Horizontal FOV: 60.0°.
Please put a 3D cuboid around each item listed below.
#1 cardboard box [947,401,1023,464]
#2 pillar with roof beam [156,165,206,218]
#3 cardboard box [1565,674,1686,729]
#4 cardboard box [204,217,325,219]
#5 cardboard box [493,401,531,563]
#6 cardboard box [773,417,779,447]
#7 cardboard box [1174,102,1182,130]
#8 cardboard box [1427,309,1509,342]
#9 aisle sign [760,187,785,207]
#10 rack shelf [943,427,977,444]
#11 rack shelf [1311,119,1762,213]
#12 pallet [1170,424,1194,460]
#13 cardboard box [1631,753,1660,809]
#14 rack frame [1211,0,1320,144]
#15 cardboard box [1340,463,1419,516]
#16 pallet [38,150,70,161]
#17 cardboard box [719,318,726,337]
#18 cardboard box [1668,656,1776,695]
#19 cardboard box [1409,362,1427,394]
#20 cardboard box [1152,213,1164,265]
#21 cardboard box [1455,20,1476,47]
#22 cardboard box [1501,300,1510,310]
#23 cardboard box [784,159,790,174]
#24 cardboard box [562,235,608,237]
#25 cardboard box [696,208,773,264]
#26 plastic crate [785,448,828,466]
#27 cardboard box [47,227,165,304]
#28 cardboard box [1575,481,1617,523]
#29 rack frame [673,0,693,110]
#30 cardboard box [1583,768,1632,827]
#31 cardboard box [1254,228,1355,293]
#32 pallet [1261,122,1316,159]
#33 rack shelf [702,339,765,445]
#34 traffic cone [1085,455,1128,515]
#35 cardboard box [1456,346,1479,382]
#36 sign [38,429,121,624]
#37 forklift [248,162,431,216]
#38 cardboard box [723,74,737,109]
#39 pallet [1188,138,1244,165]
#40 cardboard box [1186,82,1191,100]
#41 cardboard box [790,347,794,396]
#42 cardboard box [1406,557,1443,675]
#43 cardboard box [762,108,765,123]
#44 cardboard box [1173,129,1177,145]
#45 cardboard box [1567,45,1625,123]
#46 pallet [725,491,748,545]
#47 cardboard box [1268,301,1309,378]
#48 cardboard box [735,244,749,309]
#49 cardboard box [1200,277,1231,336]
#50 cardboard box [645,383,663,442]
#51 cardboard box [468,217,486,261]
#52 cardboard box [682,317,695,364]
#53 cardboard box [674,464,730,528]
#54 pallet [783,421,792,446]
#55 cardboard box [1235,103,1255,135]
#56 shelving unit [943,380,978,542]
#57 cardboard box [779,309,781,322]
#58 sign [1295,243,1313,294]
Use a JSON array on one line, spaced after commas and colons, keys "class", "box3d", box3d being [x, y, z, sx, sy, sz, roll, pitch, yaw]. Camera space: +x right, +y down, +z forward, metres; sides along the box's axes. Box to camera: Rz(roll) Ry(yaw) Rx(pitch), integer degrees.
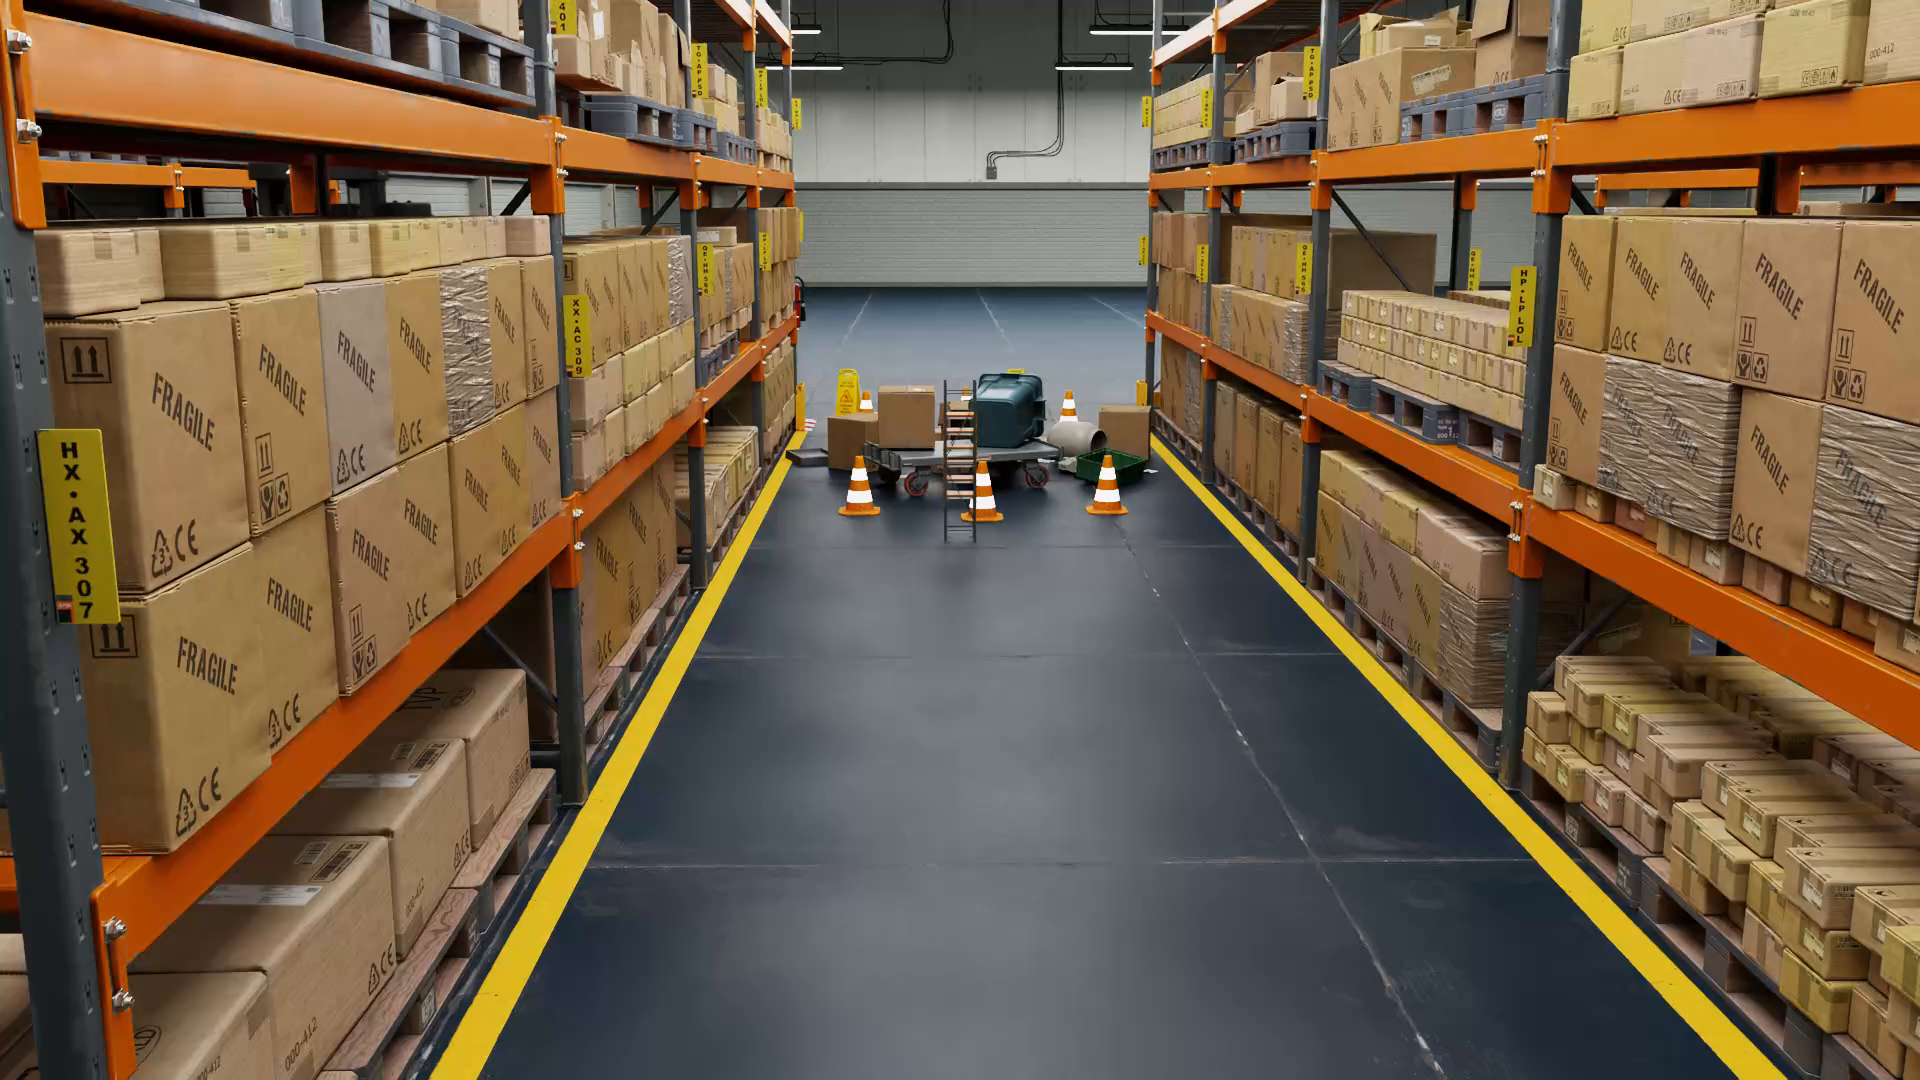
[{"class": "cardboard box", "box3d": [0.259, -1.055, 16.154, 0.797, 0.637, 0.503, 0, 11, -1]}, {"class": "pillar with roof beam", "box3d": [-3.881, -5.531, 17.191, 9.100, 9.000, 0.400, 0, 11, -1]}, {"class": "cardboard box", "box3d": [2.605, 0.632, 6.516, 0.380, 0.149, 0.250, 0, 11, 2]}, {"class": "cardboard box", "box3d": [-2.328, -0.993, 5.514, 0.380, 0.149, 0.250, 0, 11, -2]}, {"class": "cardboard box", "box3d": [-1.807, -0.207, 5.784, 0.500, 0.500, 0.500, -1, 11, -3]}, {"class": "cardboard box", "box3d": [-2.018, -1.024, 15.924, 0.500, 0.250, 0.500, 0, 11, 2]}, {"class": "cardboard box", "box3d": [2.397, -4.177, 16.379, 0.500, 0.250, 0.500, 0, 11, -1]}, {"class": "cardboard box", "box3d": [2.629, -1.104, 8.537, 0.380, 0.149, 0.250, -1, 11, -4]}, {"class": "aisle sign", "box3d": [-2.047, -4.024, 18.313, 0.394, 0.787, 0.004, 0, 11, -1]}, {"class": "rack shelf", "box3d": [0.000, -0.783, 12.415, 0.258, 0.103, 0.180, 0, 11, -1]}, {"class": "rack shelf", "box3d": [2.818, -1.907, 8.680, 1.077, 0.370, 4.000, 0, 11, -1]}, {"class": "pallet", "box3d": [2.728, -1.010, 17.008, 1.003, 0.211, 1.213, 0, 11, -1]}, {"class": "cardboard box", "box3d": [2.685, 0.879, 6.048, 0.380, 0.149, 0.250, -1, 11, -4]}, {"class": "rack frame", "box3d": [2.694, -4.922, 14.189, 1.000, 3.000, 0.127, 0, 11, -1]}, {"class": "cardboard box", "box3d": [2.559, -0.296, 9.821, 0.500, 0.250, 0.500, 0, 11, -2]}, {"class": "pallet", "box3d": [-7.263, -2.860, 12.042, 1.003, 0.211, 1.213, 0, 11, 1]}, {"class": "cardboard box", "box3d": [-1.976, -1.616, 12.557, 0.380, 0.149, 0.250, 0, 11, 1]}, {"class": "cardboard box", "box3d": [3.127, 0.578, 6.786, 0.380, 0.149, 0.250, 0, 11, 0]}, {"class": "cardboard box", "box3d": [2.617, -0.865, 8.853, 0.380, 0.149, 0.250, -1, 11, -3]}, {"class": "cardboard box", "box3d": [2.580, -3.306, 18.218, 0.875, 0.550, 0.550, 0, 11, -1]}, {"class": "cardboard box", "box3d": [3.070, -2.900, 9.588, 0.396, 0.266, 0.258, 0, 11, -1]}, {"class": "cardboard box", "box3d": [3.261, -1.263, 9.318, 0.380, 0.149, 0.250, 0, 11, -1]}, {"class": "cardboard box", "box3d": [-2.011, -3.965, 17.645, 0.380, 0.149, 0.250, 0, 11, -1]}, {"class": "cardboard box", "box3d": [-2.405, -1.587, 10.069, 0.500, 0.500, 0.500, -1, 11, -3]}, {"class": "cardboard box", "box3d": [-2.046, -2.715, 14.883, 0.700, 0.500, 0.500, 0, 11, -2]}, {"class": "plastic crate", "box3d": [-1.466, -0.826, 16.431, 0.402, 0.080, 0.583, -4, 12, -21]}, {"class": "cardboard box", "box3d": [-1.812, -0.537, 3.263, 0.380, 0.149, 0.250, 0, 11, 0]}, {"class": "cardboard box", "box3d": [2.617, -0.160, 6.436, 0.380, 0.149, 0.250, 0, 11, 1]}, {"class": "rack frame", "box3d": [-2.171, -4.087, 10.070, 1.000, 3.000, 0.127, 0, 11, -1]}, {"class": "cardboard box", "box3d": [2.608, 0.975, 6.322, 0.380, 0.149, 0.250, 0, 11, -1]}, {"class": "cardboard box", "box3d": [2.732, -2.220, 13.190, 0.700, 0.500, 0.500, 0, 11, -1]}, {"class": "pallet", "box3d": [2.710, -2.692, 11.216, 1.213, 0.211, 1.003, 0, 11, 1]}, {"class": "rack shelf", "box3d": [-2.212, -1.192, 12.698, 1.077, 0.370, 4.000, 0, 11, -1]}, {"class": "traffic cone", "box3d": [1.212, -0.466, 13.693, 0.336, 0.463, 0.334, 0, 11, -1]}, {"class": "cardboard box", "box3d": [2.634, -0.855, 8.055, 0.380, 0.149, 0.250, -1, 11, -3]}, {"class": "sign", "box3d": [-1.450, -0.021, 2.740, 0.100, 0.325, 0.005, 0, 11, -1]}, {"class": "forklift", "box3d": [-4.814, -1.634, 13.240, 1.130, 2.935, 3.031, 0, 11, -2]}, {"class": "cardboard box", "box3d": [-2.114, -3.674, 13.646, 0.500, 0.250, 0.500, 0, 11, 0]}, {"class": "pallet", "box3d": [2.687, -3.571, 15.298, 1.003, 0.211, 1.213, 0, 11, -1]}, {"class": "cardboard box", "box3d": [2.346, -4.248, 15.726, 0.380, 0.149, 0.250, 0, 11, -1]}, {"class": "cardboard box", "box3d": [-2.059, -1.804, 17.883, 0.500, 0.500, 0.500, 0, 11, -1]}, {"class": "cardboard box", "box3d": [2.582, 0.379, 8.376, 0.500, 0.500, 0.500, -1, 11, -2]}, {"class": "cardboard box", "box3d": [-1.964, -3.848, 15.062, 0.380, 0.149, 0.250, -1, 11, -3]}, {"class": "cardboard box", "box3d": [2.330, -4.008, 16.551, 0.380, 0.149, 0.250, 0, 11, -1]}, {"class": "cardboard box", "box3d": [2.605, -1.695, 6.204, 0.500, 0.250, 0.500, 0, 11, 2]}, {"class": "pallet", "box3d": [-2.208, -0.177, 12.902, 1.003, 0.211, 1.213, 0, 11, -1]}, {"class": "cardboard box", "box3d": [2.490, -1.424, 11.781, 0.500, 0.500, 0.500, 0, 11, -1]}, {"class": "cardboard box", "box3d": [-2.003, -2.153, 13.571, 0.500, 0.500, 0.500, 0, 11, -1]}, {"class": "cardboard box", "box3d": [2.674, -2.129, 15.132, 0.875, 0.550, 0.550, 0, 11, -1]}, {"class": "cardboard box", "box3d": [-1.841, -0.671, 8.698, 0.500, 0.250, 0.500, 0, 11, -2]}, {"class": "cardboard box", "box3d": [-1.871, -1.046, 5.773, 0.380, 0.149, 0.250, 0, 11, -1]}, {"class": "cardboard box", "box3d": [-1.907, -1.223, 10.162, 0.500, 0.250, 0.500, 0, 11, -1]}, {"class": "cardboard box", "box3d": [-2.196, -0.324, 12.163, 0.950, 0.372, 0.625, 0, 11, -2]}, {"class": "pallet", "box3d": [-2.353, -1.194, 17.911, 1.003, 0.211, 1.213, 0, 11, -1]}, {"class": "cardboard box", "box3d": [2.457, -3.520, 13.852, 0.258, 0.266, 0.396, 0, 11, -2]}, {"class": "shelving unit", "box3d": [0.000, -0.591, 12.454, 0.258, 1.200, 0.189, 0, 11, -1]}, {"class": "cardboard box", "box3d": [-2.018, -2.286, 16.916, 0.380, 0.149, 0.250, 0, 11, -2]}, {"class": "sign", "box3d": [2.221, -1.752, 10.736, 0.100, 0.325, 0.005, 0, 11, -1]}]
